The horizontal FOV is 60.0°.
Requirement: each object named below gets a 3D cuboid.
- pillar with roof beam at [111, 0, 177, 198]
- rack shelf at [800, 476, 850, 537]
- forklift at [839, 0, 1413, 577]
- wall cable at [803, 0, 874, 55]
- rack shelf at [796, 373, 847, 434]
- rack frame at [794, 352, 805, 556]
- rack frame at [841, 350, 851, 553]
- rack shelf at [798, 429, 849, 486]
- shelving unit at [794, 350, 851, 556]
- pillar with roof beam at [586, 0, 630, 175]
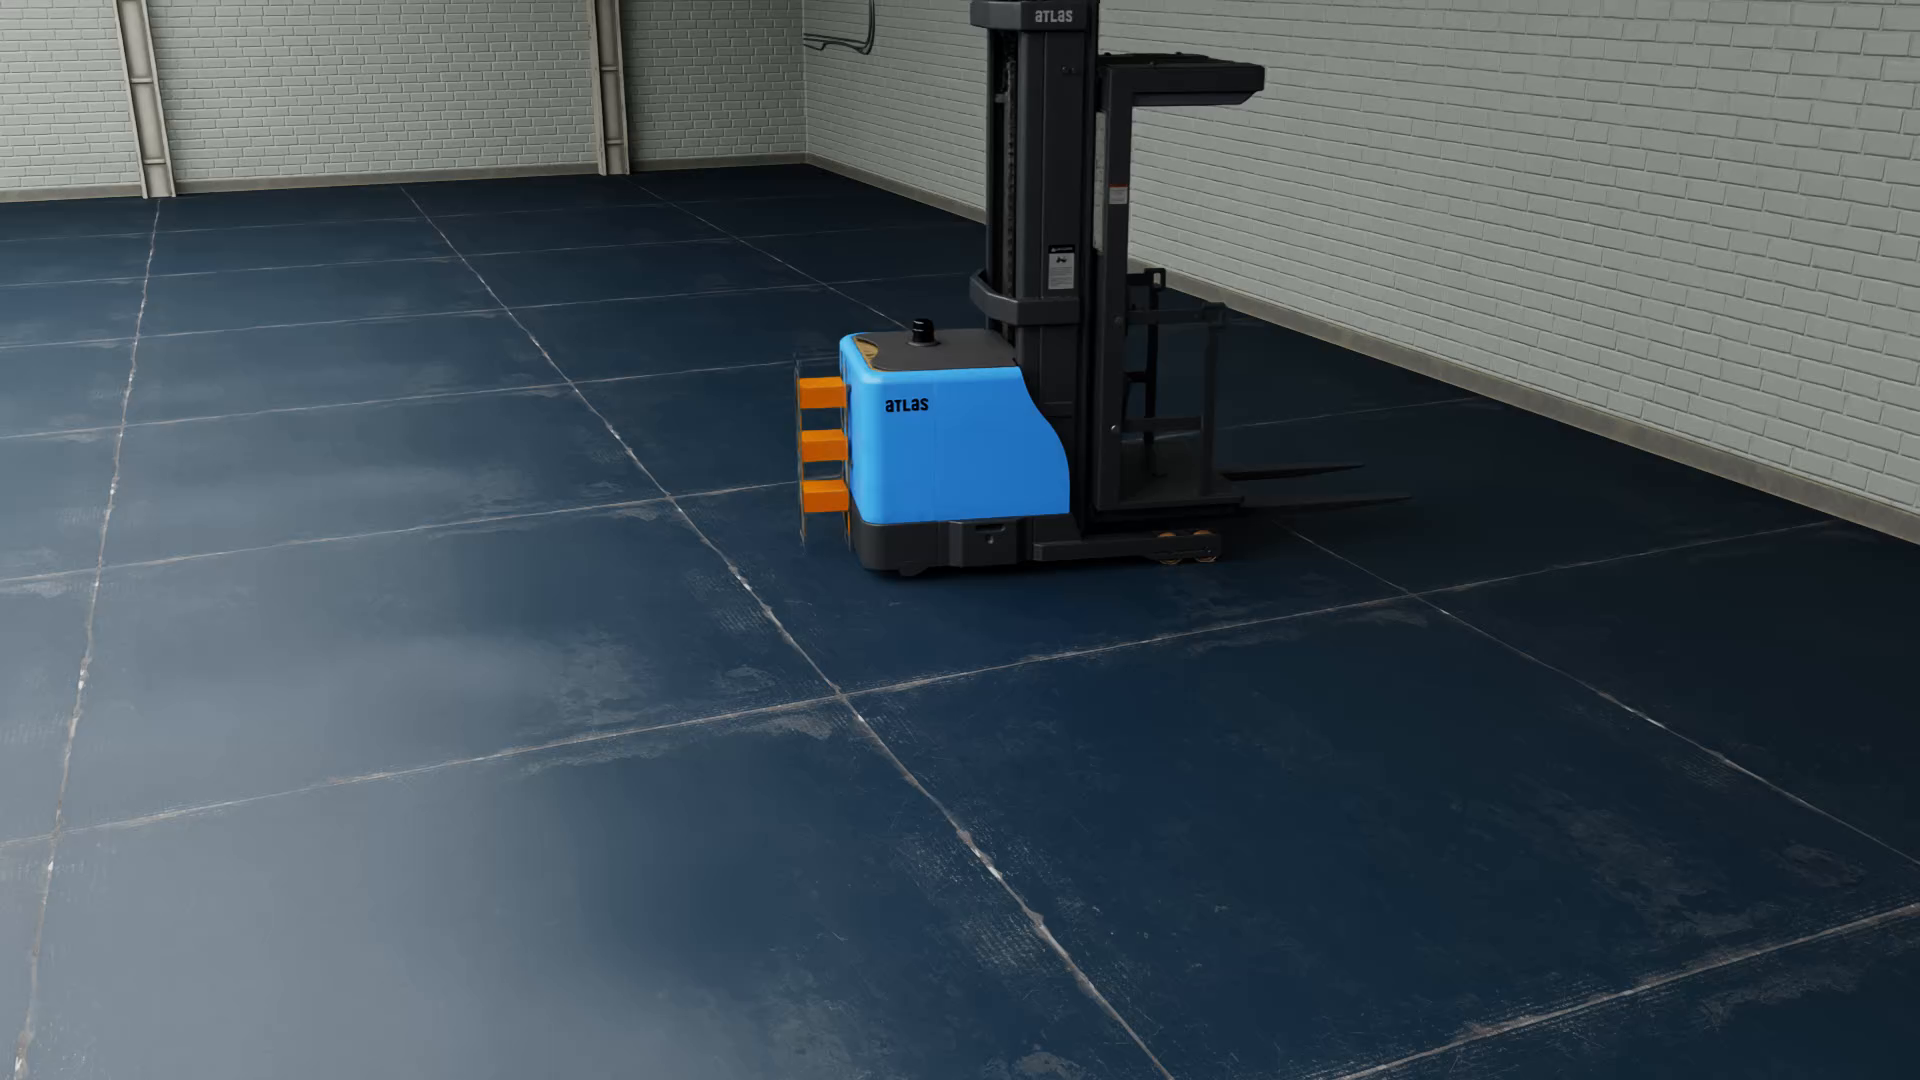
[{"bbox_3d":[-8.817,-7.456,16.650,0.400,9.000,9.100,-8,21,-22],"label":"pillar with roof beam"},{"bbox_3d":[-0.720,-0.180,8.823,0.240,0.259,0.215,-4,20,-10],"label":"rack shelf"},{"bbox_3d":[0.908,-1.420,8.643,3.031,2.935,1.130,-4,20,-10],"label":"forklift"},{"bbox_3d":[-1.784,-8.078,23.091,0.112,2.526,3.097,-8,21,-22],"label":"wall cable"},{"bbox_3d":[-0.720,-0.710,8.636,0.240,0.259,0.215,-4,20,-10],"label":"rack shelf"},{"bbox_3d":[-0.840,-0.445,8.705,0.008,1.050,0.200,-4,20,-10],"label":"rack frame"},{"bbox_3d":[-0.600,-0.460,8.748,0.008,1.050,0.200,-4,20,-10],"label":"rack frame"},{"bbox_3d":[-0.720,-0.443,8.730,0.240,0.259,0.215,-4,20,-10],"label":"rack shelf"},{"bbox_3d":[-0.720,-0.453,8.727,0.252,1.050,0.215,-4,20,-10],"label":"shelving unit"},{"bbox_3d":[-3.308,-8.246,18.891,0.400,9.000,9.100,-8,21,-22],"label":"pillar with roof beam"}]
